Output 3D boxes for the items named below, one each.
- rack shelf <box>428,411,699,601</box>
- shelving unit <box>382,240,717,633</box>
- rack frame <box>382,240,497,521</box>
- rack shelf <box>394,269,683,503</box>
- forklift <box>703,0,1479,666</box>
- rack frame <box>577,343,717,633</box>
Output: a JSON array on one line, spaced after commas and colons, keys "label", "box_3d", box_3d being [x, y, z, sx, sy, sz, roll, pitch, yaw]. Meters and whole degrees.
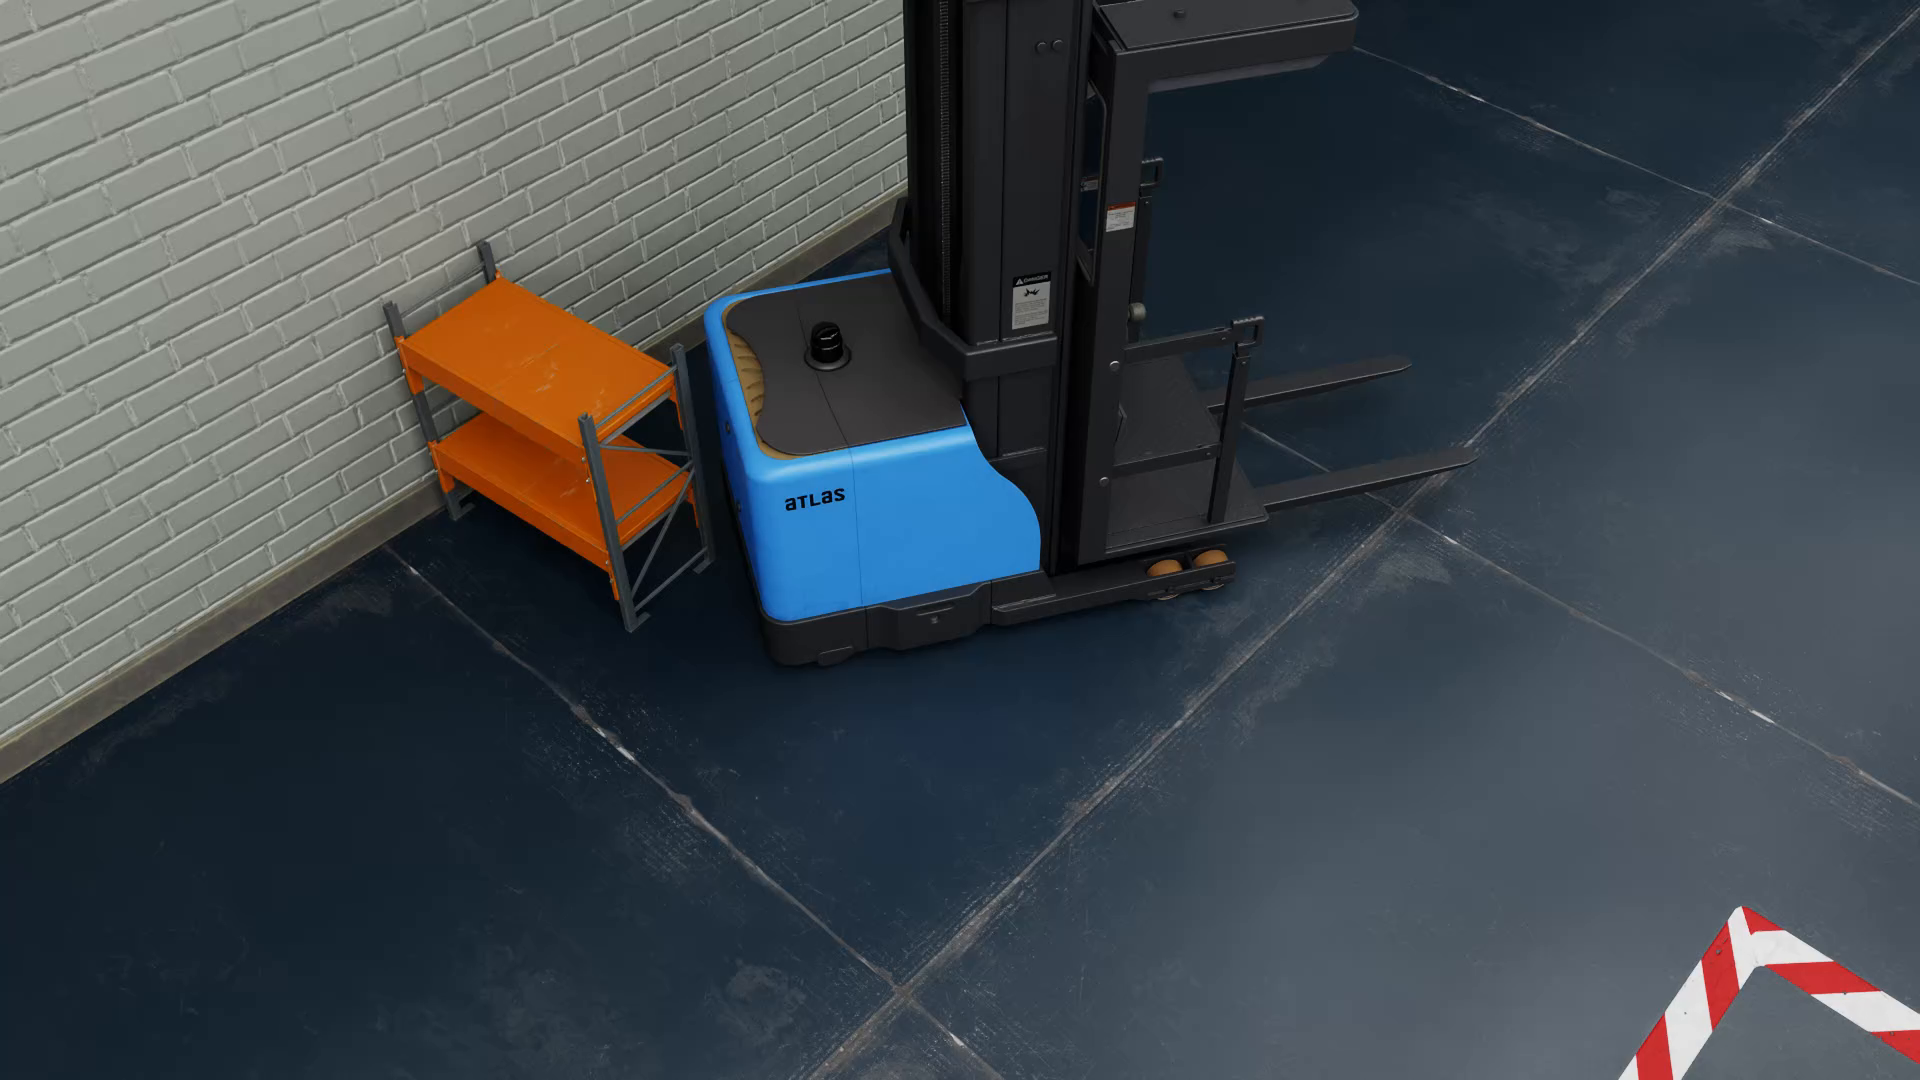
[{"label": "rack shelf", "box_3d": [-1.560, -0.227, 6.635, 1.000, 0.278, 0.538, 29, 53, 24]}, {"label": "shelving unit", "box_3d": [-1.560, -0.394, 6.457, 1.048, 1.125, 0.538, 29, 53, 24]}, {"label": "rack frame", "box_3d": [-1.967, -0.616, 6.665, 0.032, 1.125, 0.500, 29, 53, 24]}, {"label": "rack shelf", "box_3d": [-1.560, -0.594, 6.244, 1.000, 0.278, 0.538, 29, 53, 24]}, {"label": "forklift", "box_3d": [0.600, -1.126, 5.905, 3.031, 2.935, 1.130, -12, 48, -11]}, {"label": "rack frame", "box_3d": [-1.153, -0.172, 6.249, 0.032, 1.125, 0.500, 29, 53, 24]}]
